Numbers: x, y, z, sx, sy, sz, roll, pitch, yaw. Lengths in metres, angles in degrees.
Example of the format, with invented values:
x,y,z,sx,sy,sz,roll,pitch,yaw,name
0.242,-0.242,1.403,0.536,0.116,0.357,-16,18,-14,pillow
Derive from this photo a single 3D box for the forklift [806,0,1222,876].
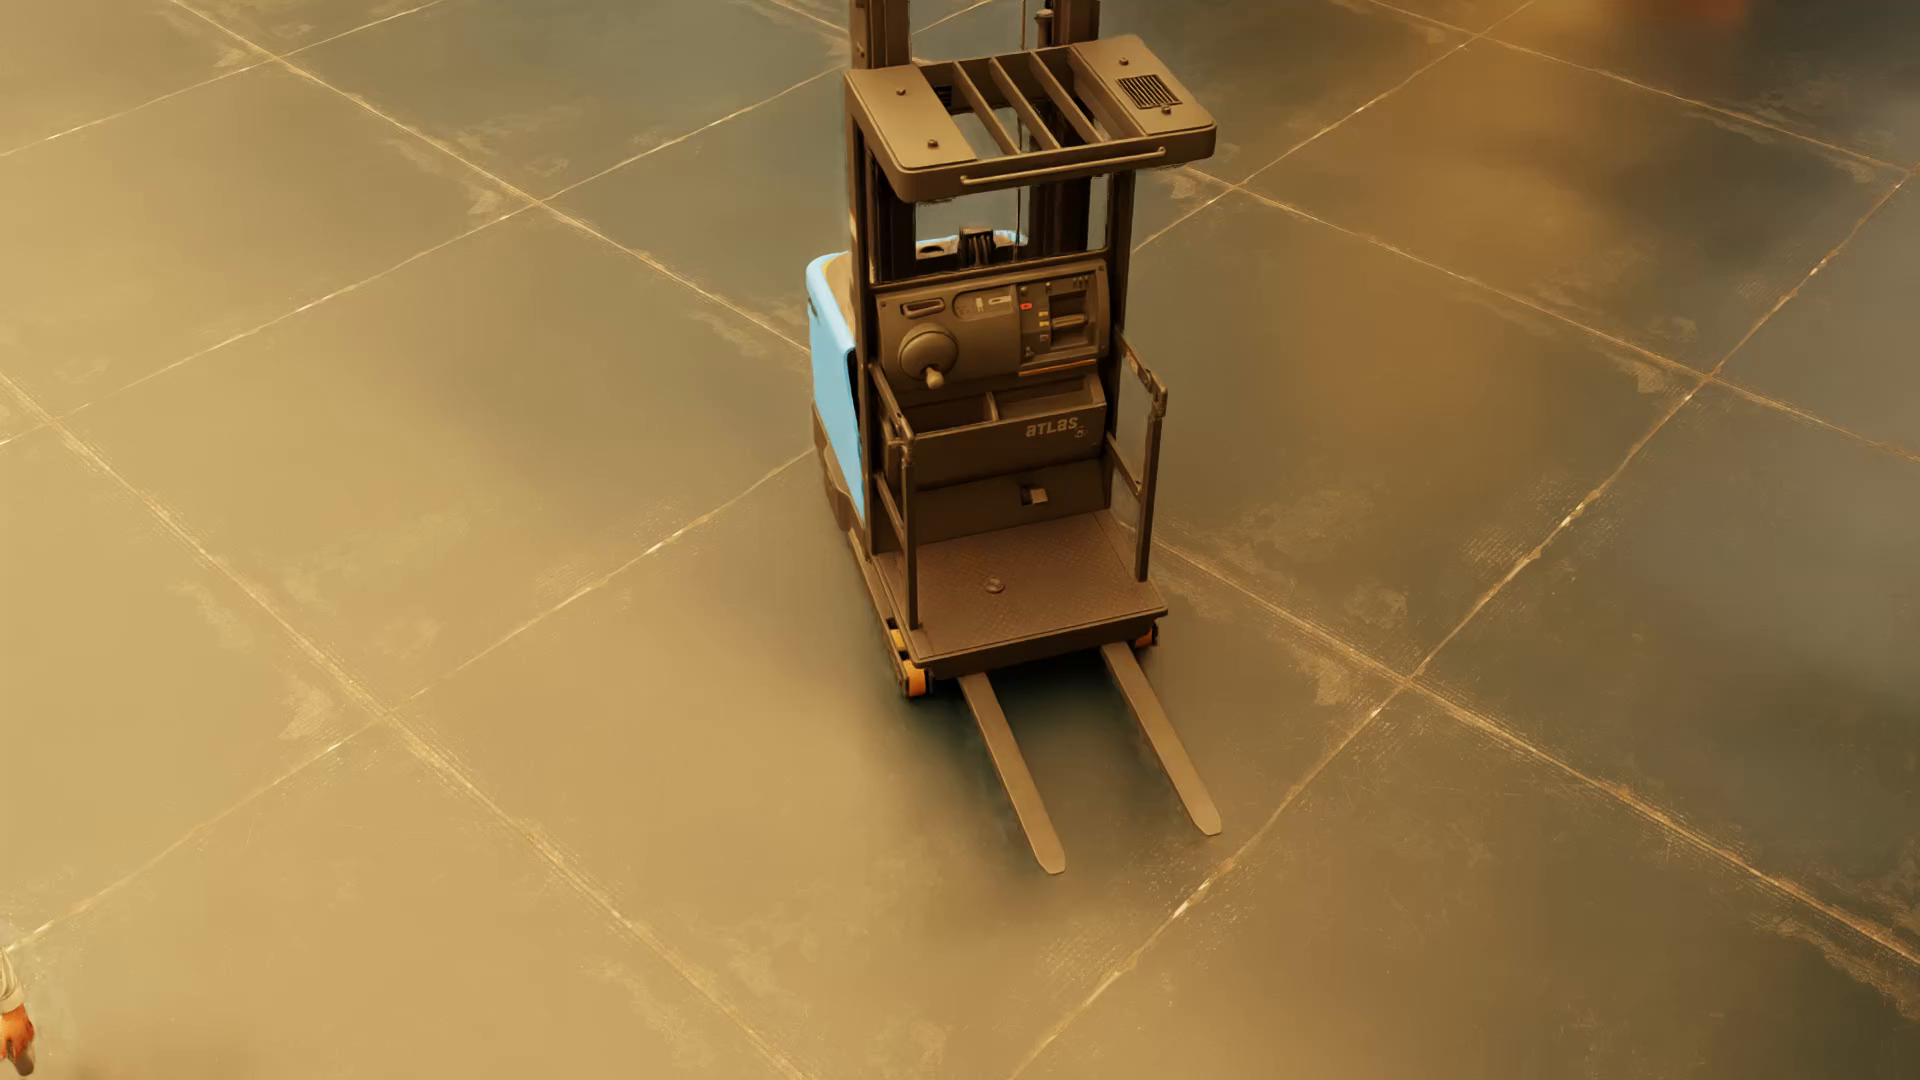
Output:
x,y,z,sx,sy,sz,roll,pitch,yaw,name
0.201,-0.752,6.305,1.130,2.935,3.031,-11,42,-13,forklift

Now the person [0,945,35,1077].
x,y,z,sx,sy,sz,roll,pitch,yaw,name
-3.087,1.366,4.847,0.688,1.544,0.703,6,41,7,person
